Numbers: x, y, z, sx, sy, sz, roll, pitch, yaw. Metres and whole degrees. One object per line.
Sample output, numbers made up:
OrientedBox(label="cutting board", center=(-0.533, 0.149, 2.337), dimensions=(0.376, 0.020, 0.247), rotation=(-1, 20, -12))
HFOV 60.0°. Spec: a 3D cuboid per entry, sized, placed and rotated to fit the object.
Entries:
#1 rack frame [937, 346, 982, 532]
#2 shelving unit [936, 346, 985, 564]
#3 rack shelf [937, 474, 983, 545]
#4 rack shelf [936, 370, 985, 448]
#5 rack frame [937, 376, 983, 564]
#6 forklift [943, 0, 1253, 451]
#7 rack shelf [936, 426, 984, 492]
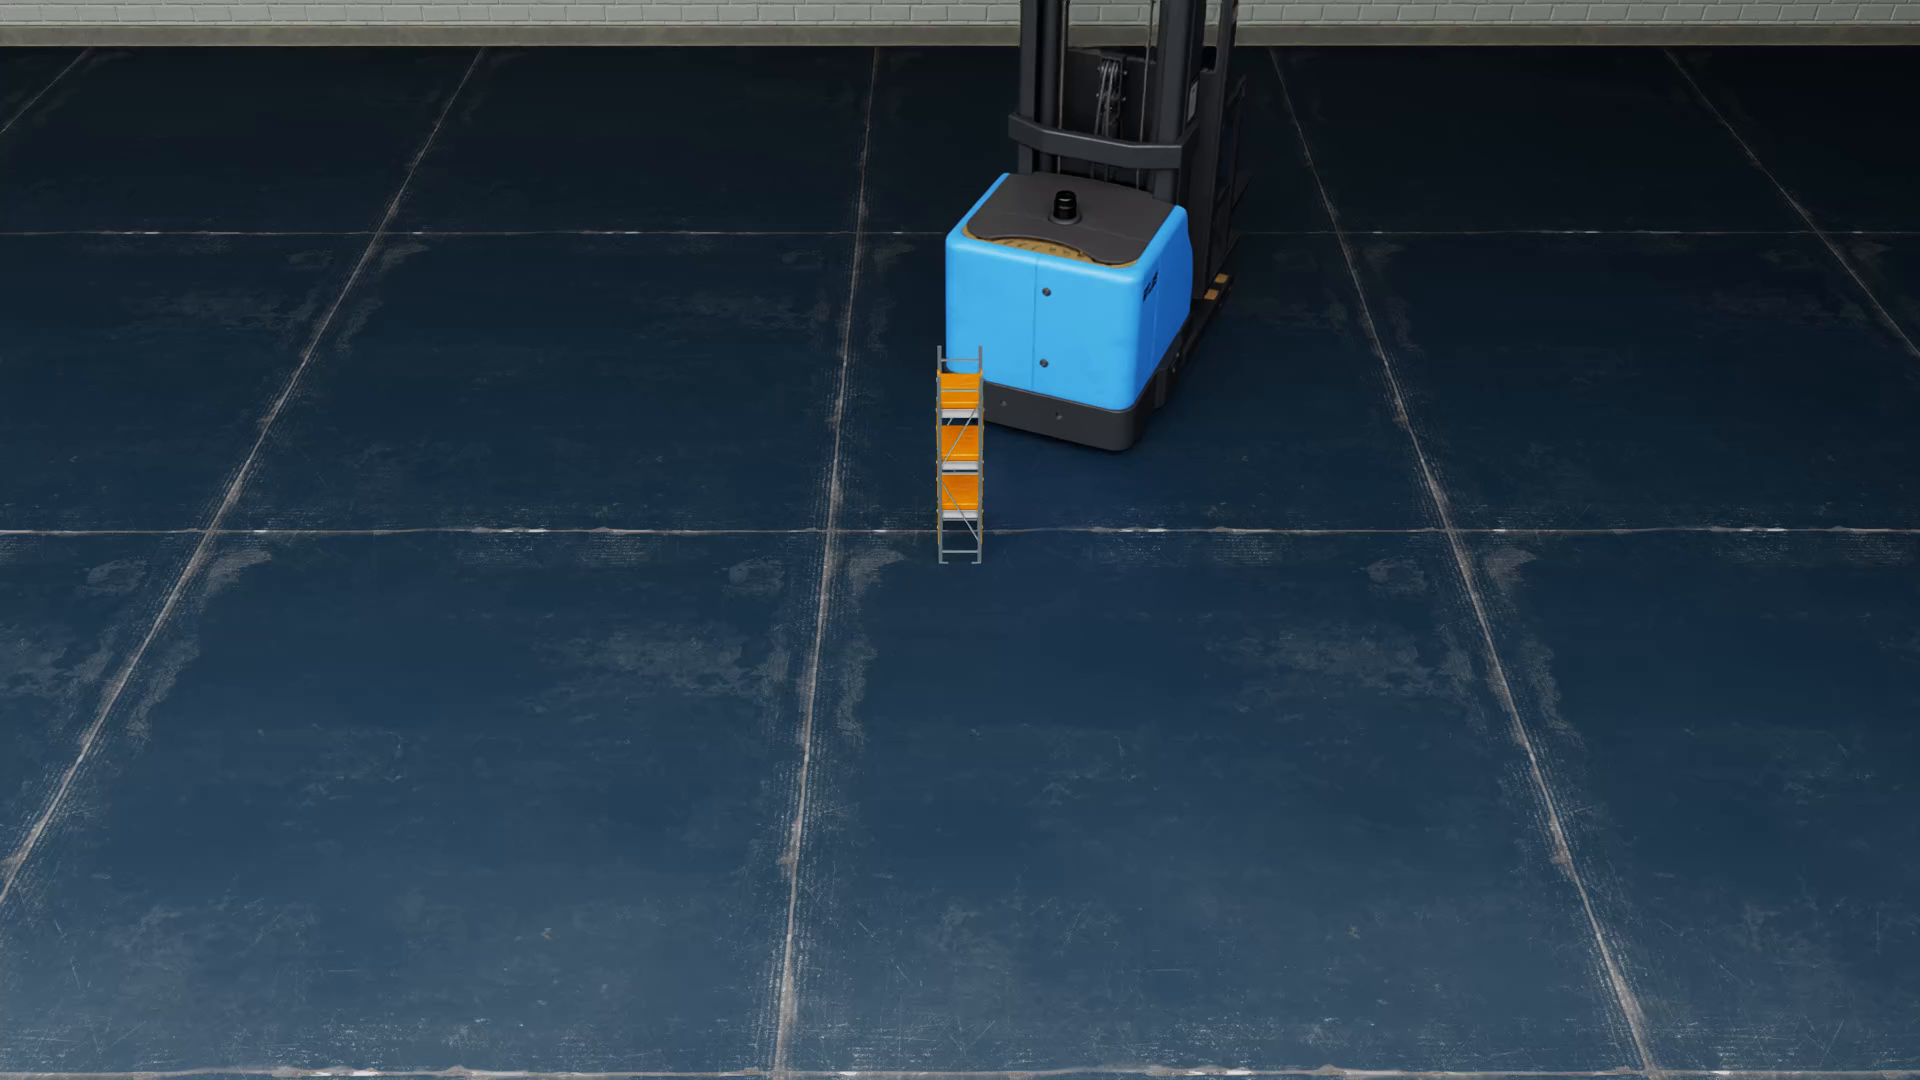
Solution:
OrientedBox(label="rack frame", center=(0.000, -0.453, 7.721), dimensions=(0.200, 1.050, 0.008), rotation=(0, 39, 0))
OrientedBox(label="shelving unit", center=(0.000, -0.376, 7.625), dimensions=(0.215, 1.050, 0.252), rotation=(0, 39, 0))
OrientedBox(label="rack shelf", center=(0.000, -0.151, 7.806), dimensions=(0.215, 0.259, 0.240), rotation=(0, 39, 0))
OrientedBox(label="rack shelf", center=(0.000, -0.589, 7.455), dimensions=(0.215, 0.259, 0.240), rotation=(0, 39, 0))
OrientedBox(label="rack frame", center=(0.000, -0.300, 7.530), dimensions=(0.200, 1.050, 0.008), rotation=(0, 39, 0))
OrientedBox(label="forklift", center=(0.954, -2.519, 8.795), dimensions=(1.130, 2.935, 3.031), rotation=(15, 41, 18))
OrientedBox(label="rack shelf", center=(0.000, -0.368, 7.632), dimensions=(0.215, 0.259, 0.240), rotation=(0, 39, 0))
